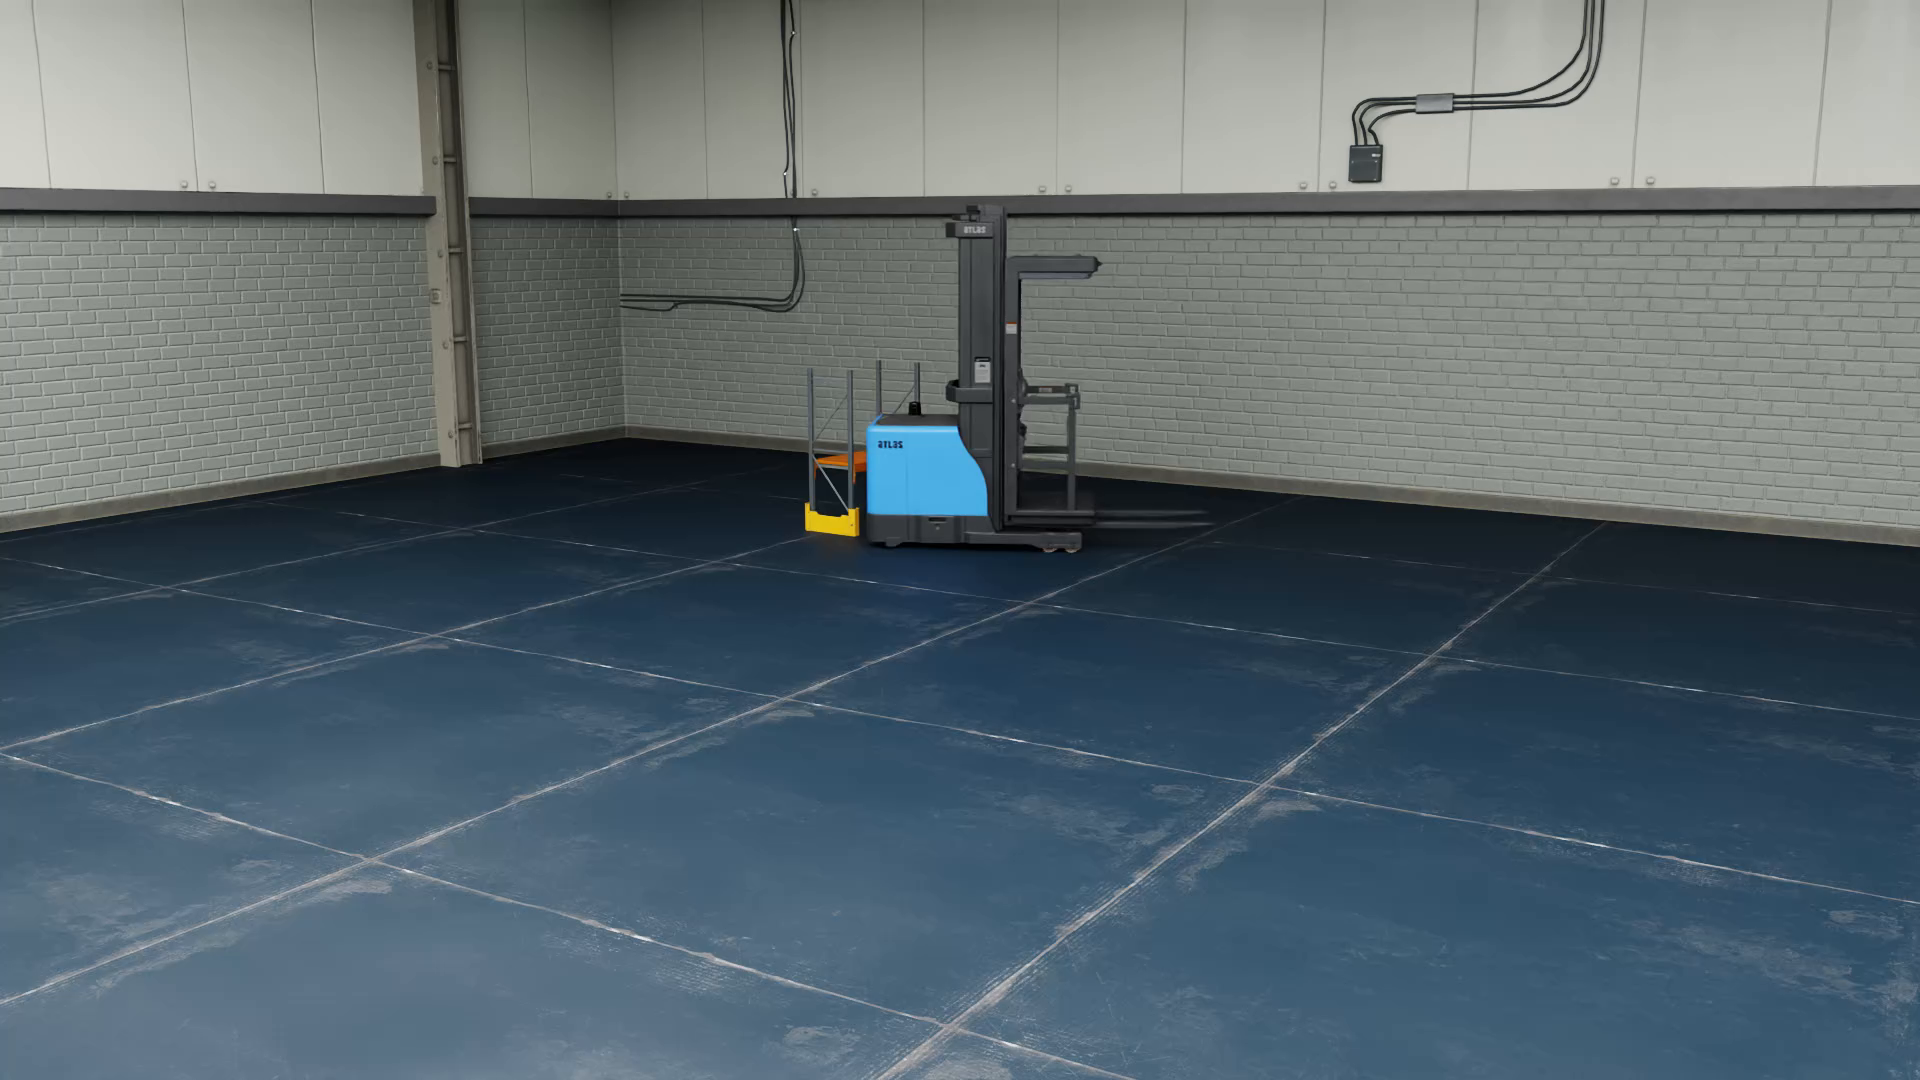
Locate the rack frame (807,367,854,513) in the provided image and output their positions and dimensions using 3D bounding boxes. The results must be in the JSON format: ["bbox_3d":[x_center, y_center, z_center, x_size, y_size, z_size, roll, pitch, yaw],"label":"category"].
[{"bbox_3d":[-1.171,-0.804,15.088,0.500,1.500,0.032,7,13,34],"label":"rack frame"}]

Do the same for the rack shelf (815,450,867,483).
[{"bbox_3d":[-0.881,-0.704,15.531,0.538,0.185,1.000,7,13,34],"label":"rack shelf"}]

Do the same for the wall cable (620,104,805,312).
[{"bbox_3d":[-3.235,-4.128,20.905,3.097,2.526,0.112,6,12,31],"label":"wall cable"}]

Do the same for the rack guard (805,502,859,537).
[{"bbox_3d":[-1.170,-0.190,15.204,0.587,0.250,0.087,7,13,34],"label":"rack guard"}]

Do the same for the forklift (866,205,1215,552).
[{"bbox_3d":[0.716,-1.435,14.567,3.031,2.935,1.130,1,11,3],"label":"forklift"}]

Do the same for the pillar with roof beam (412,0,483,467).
[{"bbox_3d":[-2.216,-4.906,16.622,9.100,9.000,0.400,6,12,31],"label":"pillar with roof beam"}]

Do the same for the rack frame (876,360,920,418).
[{"bbox_3d":[-0.592,-0.958,15.909,0.500,1.500,0.032,7,13,34],"label":"rack frame"}]

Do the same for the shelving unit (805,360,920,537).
[{"bbox_3d":[-0.886,-0.880,15.491,0.587,1.500,1.083,7,13,34],"label":"shelving unit"}]

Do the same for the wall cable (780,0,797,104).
[{"bbox_3d":[-0.923,-6.352,19.059,3.097,2.526,0.112,6,12,31],"label":"wall cable"}]

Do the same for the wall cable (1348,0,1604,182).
[{"bbox_3d":[4.870,-6.417,15.448,2.305,6.003,0.169,6,12,31],"label":"wall cable"}]
